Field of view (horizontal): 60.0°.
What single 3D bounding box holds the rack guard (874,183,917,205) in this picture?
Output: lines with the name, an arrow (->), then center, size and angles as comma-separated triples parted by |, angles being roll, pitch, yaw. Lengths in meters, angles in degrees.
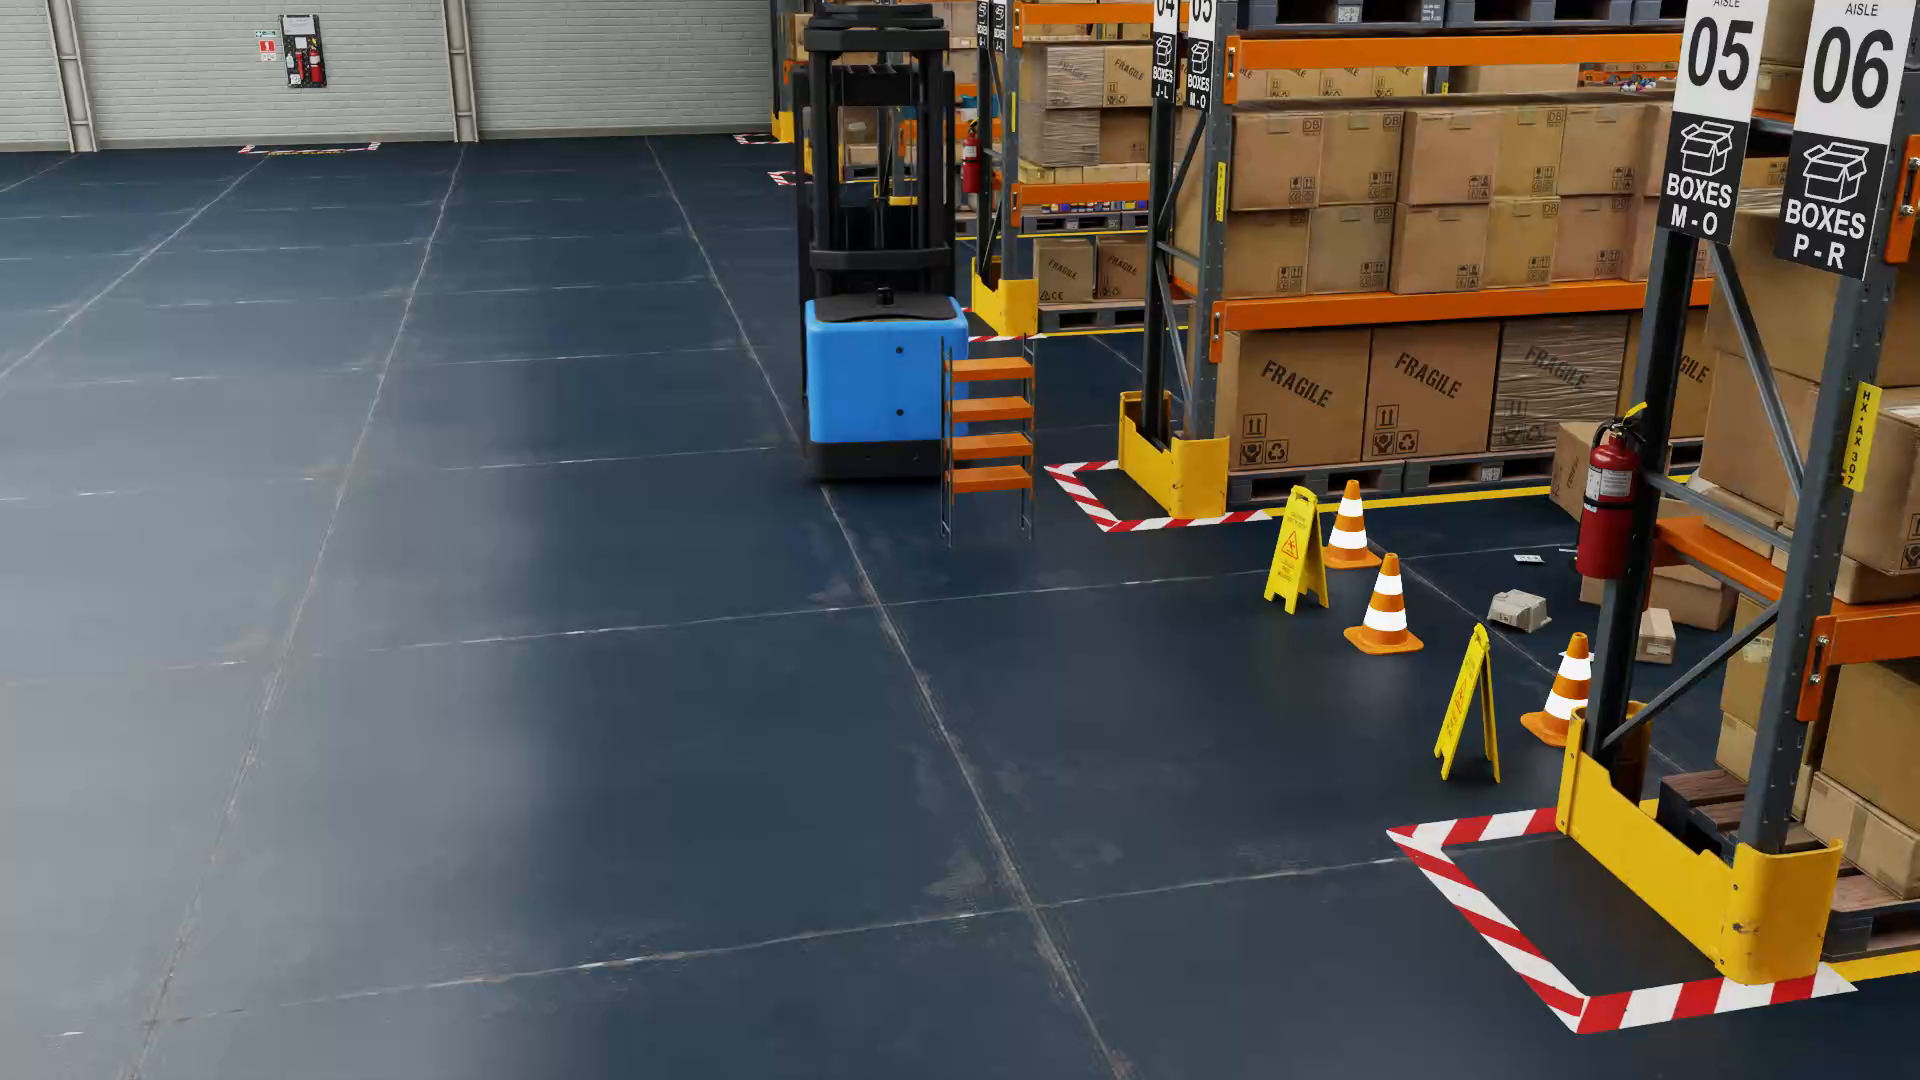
rack guard -> -0.749, -3.912, 19.766 | 0.348, 0.500, 1.175 | -5, 21, -12

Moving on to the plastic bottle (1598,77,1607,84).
plastic bottle -> 8.381, -5.907, 21.750 | 0.133, 0.283, 0.061 | -5, 21, -12

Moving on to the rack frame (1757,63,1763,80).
rack frame -> 8.113, -4.039, 16.480 | 0.127, 3.000, 1.000 | -5, 21, -12

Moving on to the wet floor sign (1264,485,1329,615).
wet floor sign -> 1.798, 0.033, 8.786 | 0.232, 0.644, 0.267 | -8, 22, -22

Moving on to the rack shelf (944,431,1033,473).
rack shelf -> 0.161, -0.513, 9.667 | 0.480, 0.148, 0.258 | -5, 21, -12

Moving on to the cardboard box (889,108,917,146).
cardboard box -> -0.889, -5.988, 24.098 | 0.500, 0.500, 0.500 | -5, 21, -12

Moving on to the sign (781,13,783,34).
sign -> -2.966, -8.605, 27.685 | 0.005, 0.325, 0.100 | -5, 21, -12

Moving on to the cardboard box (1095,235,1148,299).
cardboard box -> 1.513, -2.532, 15.389 | 0.500, 0.500, 0.500 | 1, 20, 2

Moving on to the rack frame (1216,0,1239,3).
rack frame -> 1.371, -4.554, 9.165 | 0.127, 3.000, 1.000 | -5, 21, -12

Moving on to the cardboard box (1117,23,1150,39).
cardboard box -> 3.031, -9.120, 29.565 | 0.500, 0.500, 0.700 | -5, 21, -12

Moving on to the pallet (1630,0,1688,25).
pallet -> 4.465, -3.360, 10.393 | 1.213, 0.211, 1.003 | -5, 21, -12

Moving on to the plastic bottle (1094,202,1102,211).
plastic bottle -> 1.652, -4.079, 19.917 | 0.097, 0.271, 0.097 | 0, 20, 0

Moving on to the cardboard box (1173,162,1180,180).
cardboard box -> 1.875, -3.332, 14.914 | 0.250, 0.149, 0.380 | -5, 21, -12

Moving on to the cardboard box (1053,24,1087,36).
cardboard box -> 1.514, -7.657, 24.326 | 0.500, 0.500, 0.700 | -5, 21, -12

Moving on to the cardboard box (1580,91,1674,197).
cardboard box -> 4.388, -2.531, 10.576 | 0.550, 0.550, 0.875 | -5, 21, -12

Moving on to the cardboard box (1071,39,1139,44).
cardboard box -> 1.292, -4.230, 14.969 | 0.500, 0.500, 0.500 | -5, 21, -12

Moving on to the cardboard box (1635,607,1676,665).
cardboard box -> 3.418, 0.470, 8.315 | 0.250, 0.149, 0.380 | 6, 21, 16

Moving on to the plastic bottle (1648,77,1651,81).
plastic bottle -> 9.082, -5.952, 21.890 | 0.097, 0.271, 0.097 | 0, 20, 0

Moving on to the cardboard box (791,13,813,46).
cardboard box -> -2.558, -8.608, 28.052 | 0.500, 0.500, 0.500 | -5, 21, -12

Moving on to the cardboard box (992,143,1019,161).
cardboard box -> 0.572, -5.754, 24.549 | 0.500, 0.250, 0.500 | -5, 21, -12

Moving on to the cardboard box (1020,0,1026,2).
cardboard box -> 0.739, -4.867, 14.597 | 0.500, 0.250, 0.500 | -4, 21, -11

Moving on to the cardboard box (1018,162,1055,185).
cardboard box -> 0.660, -3.231, 14.638 | 0.250, 0.149, 0.380 | -5, 21, -12

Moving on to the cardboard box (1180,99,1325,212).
cardboard box -> 1.741, -2.331, 10.030 | 0.550, 0.550, 0.875 | -5, 21, -12

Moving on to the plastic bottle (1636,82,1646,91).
plastic bottle -> 8.604, -5.644, 21.032 | 0.133, 0.283, 0.061 | -5, 21, -12

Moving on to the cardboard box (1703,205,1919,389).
cardboard box -> 3.055, -0.858, 5.765 | 0.500, 0.500, 0.700 | -5, 21, -14

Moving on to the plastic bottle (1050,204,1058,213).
plastic bottle -> 1.125, -4.004, 19.812 | 0.097, 0.201, 0.097 | 0, 20, 0

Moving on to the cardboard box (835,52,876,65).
cardboard box -> -1.491, -6.802, 23.876 | 0.500, 0.500, 0.700 | -5, 21, -12

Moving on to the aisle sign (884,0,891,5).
aisle sign -> -0.814, -6.181, 18.547 | 0.004, 0.787, 0.394 | -5, 21, -12

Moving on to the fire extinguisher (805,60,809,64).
fire extinguisher -> -2.170, -6.832, 24.216 | 0.183, 0.674, 0.296 | -5, 21, -12

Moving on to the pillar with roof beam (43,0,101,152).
pillar with roof beam -> -13.297, -9.151, 21.713 | 0.400, 9.000, 9.100 | -5, 21, -12

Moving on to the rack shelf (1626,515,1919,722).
rack shelf -> 4.555, 0.091, 6.251 | 4.000, 0.370, 1.077 | -5, 21, -12

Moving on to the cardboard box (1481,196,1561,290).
cardboard box -> 3.332, -1.961, 10.590 | 0.500, 0.550, 0.875 | -5, 21, -12

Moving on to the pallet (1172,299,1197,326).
pallet -> 2.386, -2.250, 15.651 | 1.213, 0.211, 1.003 | -5, 21, -12

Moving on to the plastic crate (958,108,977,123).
plastic crate -> 0.133, -4.903, 19.222 | 0.250, 0.136, 0.298 | -5, 21, -12

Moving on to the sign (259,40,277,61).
sign -> -11.424, -8.075, 27.445 | 0.234, 0.329, 0.001 | -5, 21, -12

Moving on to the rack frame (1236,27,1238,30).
rack frame -> 3.081, -5.380, 20.141 | 0.127, 3.000, 1.000 | -5, 21, -12

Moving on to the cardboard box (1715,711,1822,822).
cardboard box -> 3.356, 0.849, 6.522 | 0.500, 0.250, 0.500 | -5, 21, -13

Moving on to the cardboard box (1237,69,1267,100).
cardboard box -> 2.386, -4.133, 14.705 | 0.500, 0.500, 0.500 | -5, 21, -12

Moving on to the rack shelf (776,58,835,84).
rack shelf -> -1.145, -8.200, 28.886 | 4.000, 0.370, 1.077 | -5, 21, -12

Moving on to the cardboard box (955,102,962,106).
cardboard box -> -0.038, -6.245, 24.800 | 0.500, 0.500, 0.500 | -5, 21, -12

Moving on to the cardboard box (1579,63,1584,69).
cardboard box -> 10.157, -7.844, 26.722 | 0.500, 0.500, 0.500 | -4, 21, -12

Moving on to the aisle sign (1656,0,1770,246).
aisle sign -> 2.481, -1.401, 5.500 | 0.004, 0.787, 0.394 | -5, 21, -12

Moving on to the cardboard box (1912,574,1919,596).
cardboard box -> 3.229, 0.047, 5.691 | 0.250, 0.149, 0.380 | -4, 21, -12

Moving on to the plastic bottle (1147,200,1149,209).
plastic bottle -> 2.334, -4.180, 20.077 | 0.185, 0.351, 0.144 | -6, 21, -15

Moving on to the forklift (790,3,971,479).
forklift -> -0.604, -2.232, 11.647 | 1.130, 2.935, 3.031 | -2, 20, -6

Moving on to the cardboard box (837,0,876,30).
cardboard box -> -1.439, -7.415, 23.664 | 0.500, 0.500, 0.700 | -5, 21, -12

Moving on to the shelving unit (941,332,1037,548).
shelving unit -> 0.161, -0.576, 9.644 | 0.503, 1.200, 0.258 | -5, 21, -12

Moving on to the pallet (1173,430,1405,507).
pallet -> 2.131, -0.518, 10.921 | 1.213, 0.211, 1.003 | -5, 21, -12
